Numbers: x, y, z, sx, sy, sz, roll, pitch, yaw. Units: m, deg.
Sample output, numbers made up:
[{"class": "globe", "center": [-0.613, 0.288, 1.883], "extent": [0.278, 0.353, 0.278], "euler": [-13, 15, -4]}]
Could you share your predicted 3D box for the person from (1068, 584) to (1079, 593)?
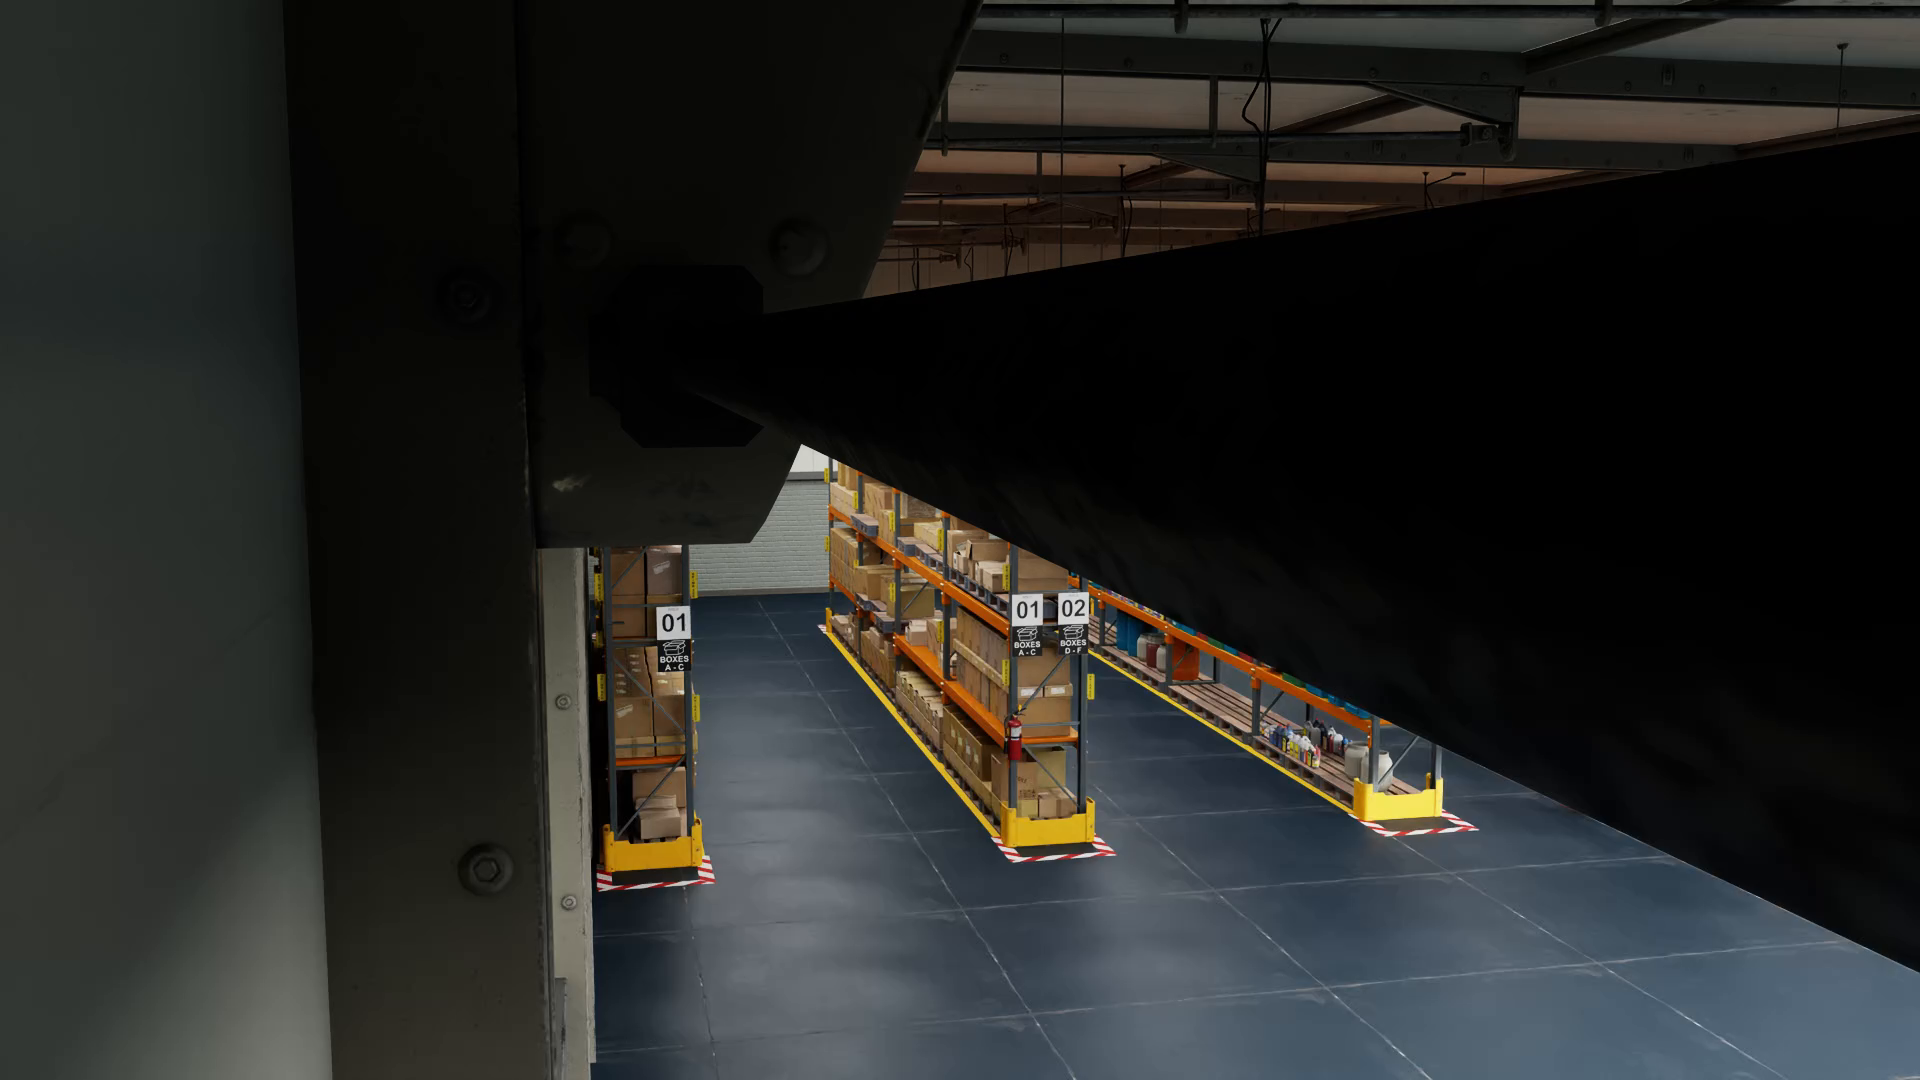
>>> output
[{"class": "person", "center": [2.705, 0.567, 41.060], "extent": [0.573, 1.764, 0.476], "euler": [5, 8, 34]}]
